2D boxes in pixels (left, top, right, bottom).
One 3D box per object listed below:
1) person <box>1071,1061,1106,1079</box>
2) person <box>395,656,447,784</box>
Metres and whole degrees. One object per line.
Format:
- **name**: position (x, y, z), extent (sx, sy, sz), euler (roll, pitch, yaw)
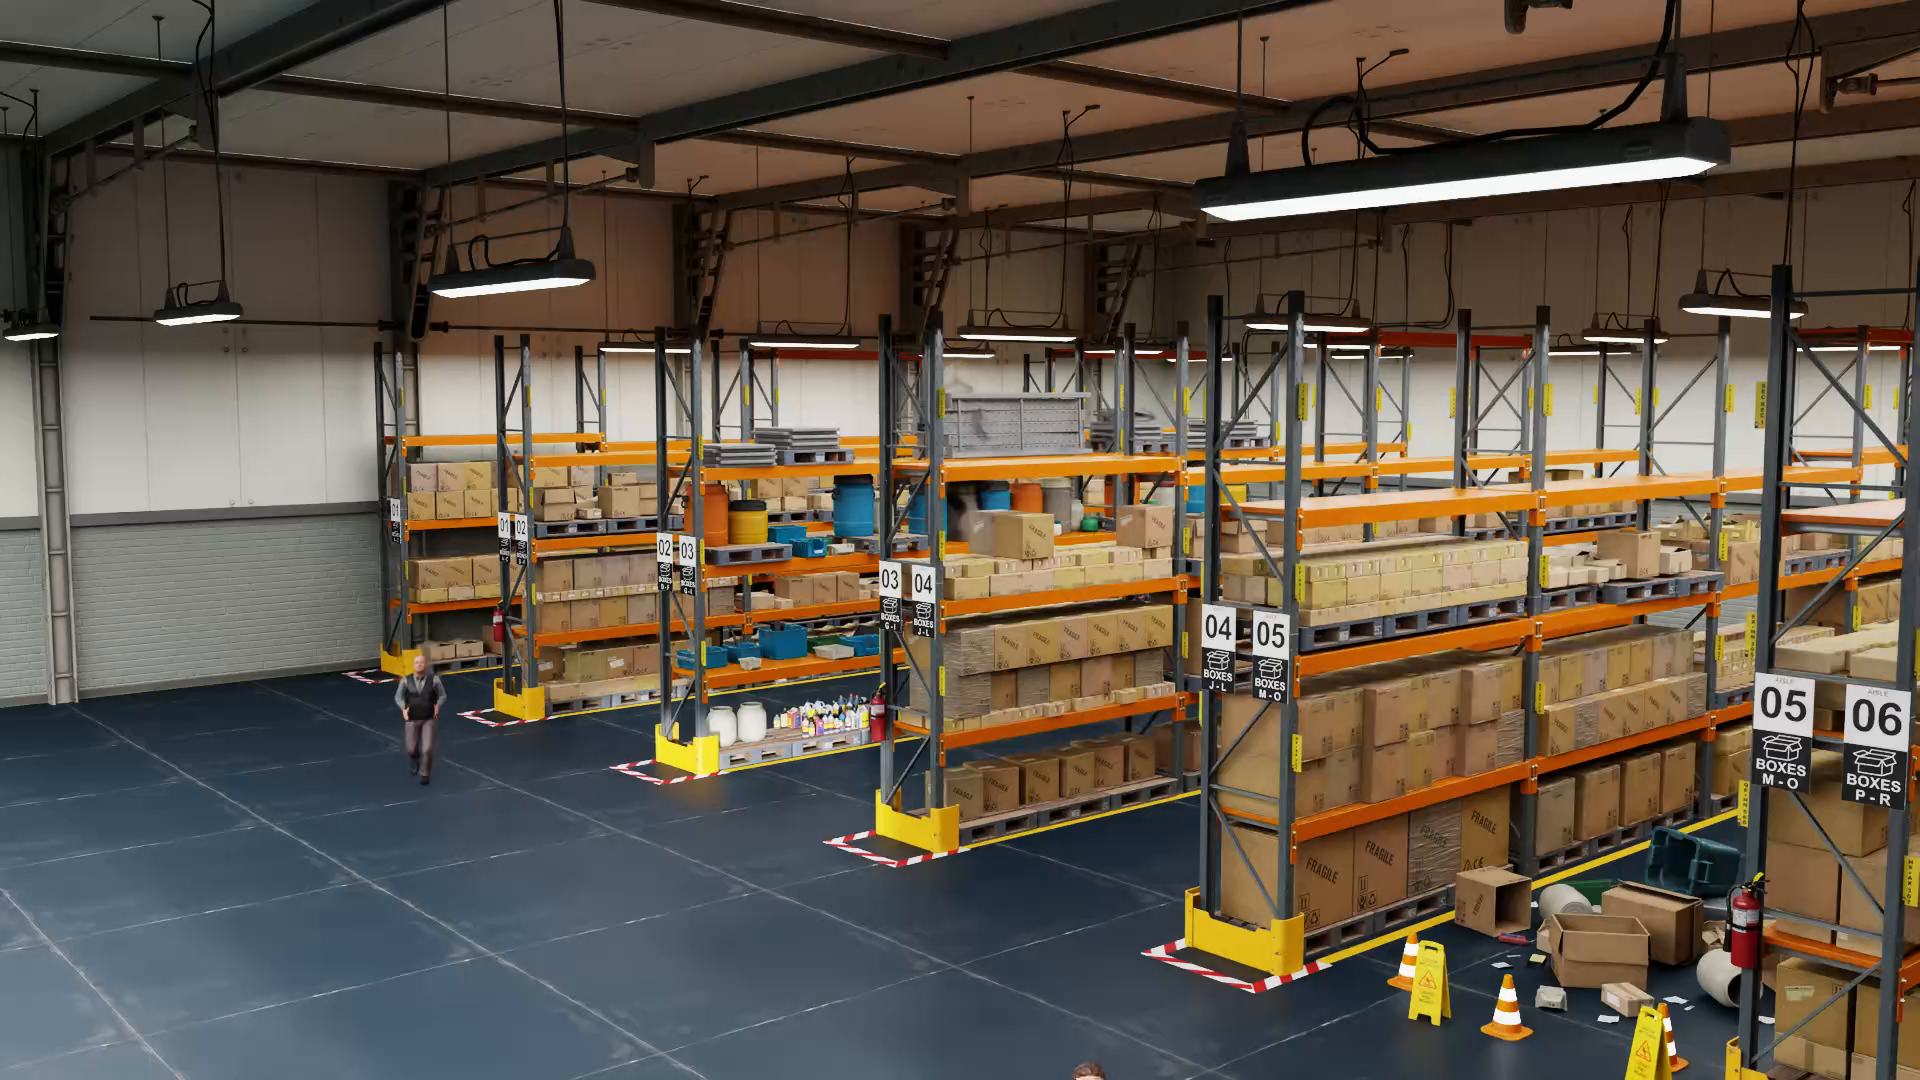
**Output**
- **person**: position (0.676, 3.544, 8.689), extent (0.578, 1.654, 0.934), euler (0, 5, 0)
- **person**: position (-7.053, 2.348, 21.788), extent (0.658, 1.672, 0.608), euler (-1, 5, -16)
